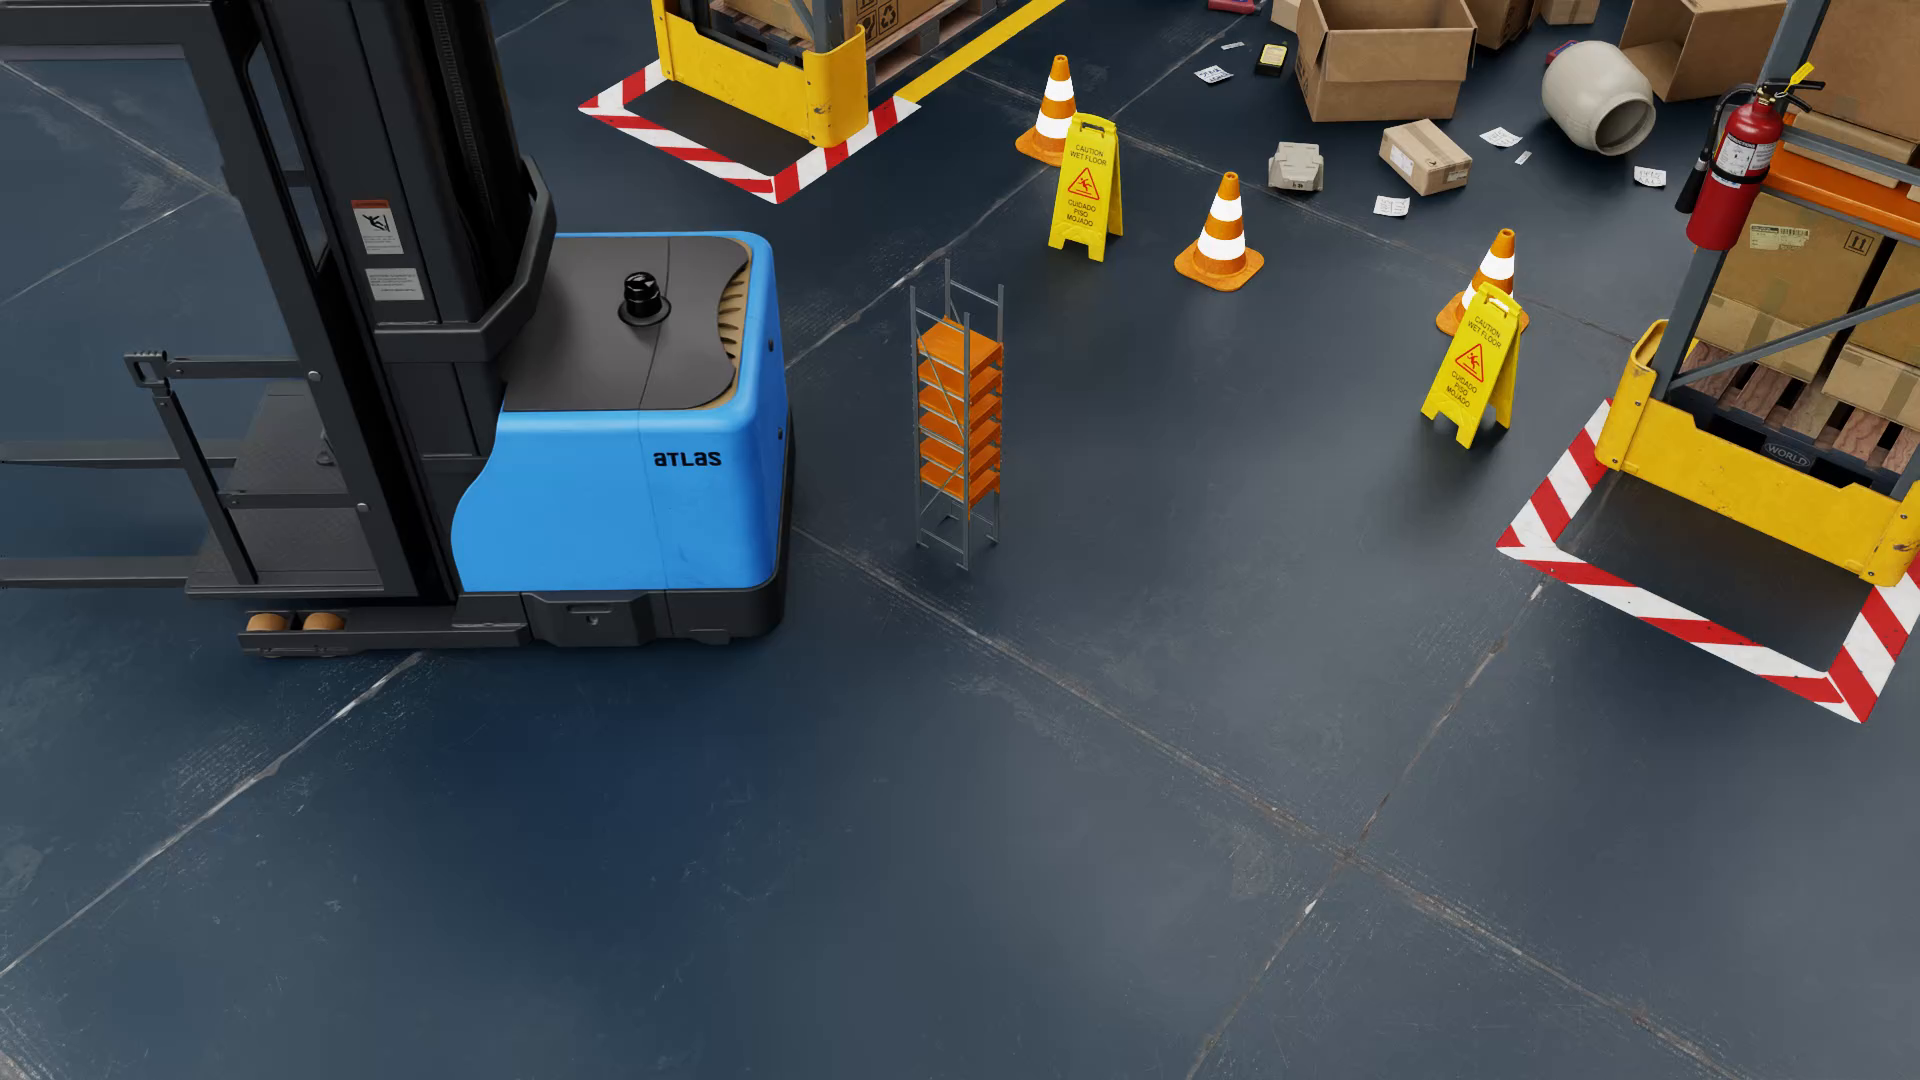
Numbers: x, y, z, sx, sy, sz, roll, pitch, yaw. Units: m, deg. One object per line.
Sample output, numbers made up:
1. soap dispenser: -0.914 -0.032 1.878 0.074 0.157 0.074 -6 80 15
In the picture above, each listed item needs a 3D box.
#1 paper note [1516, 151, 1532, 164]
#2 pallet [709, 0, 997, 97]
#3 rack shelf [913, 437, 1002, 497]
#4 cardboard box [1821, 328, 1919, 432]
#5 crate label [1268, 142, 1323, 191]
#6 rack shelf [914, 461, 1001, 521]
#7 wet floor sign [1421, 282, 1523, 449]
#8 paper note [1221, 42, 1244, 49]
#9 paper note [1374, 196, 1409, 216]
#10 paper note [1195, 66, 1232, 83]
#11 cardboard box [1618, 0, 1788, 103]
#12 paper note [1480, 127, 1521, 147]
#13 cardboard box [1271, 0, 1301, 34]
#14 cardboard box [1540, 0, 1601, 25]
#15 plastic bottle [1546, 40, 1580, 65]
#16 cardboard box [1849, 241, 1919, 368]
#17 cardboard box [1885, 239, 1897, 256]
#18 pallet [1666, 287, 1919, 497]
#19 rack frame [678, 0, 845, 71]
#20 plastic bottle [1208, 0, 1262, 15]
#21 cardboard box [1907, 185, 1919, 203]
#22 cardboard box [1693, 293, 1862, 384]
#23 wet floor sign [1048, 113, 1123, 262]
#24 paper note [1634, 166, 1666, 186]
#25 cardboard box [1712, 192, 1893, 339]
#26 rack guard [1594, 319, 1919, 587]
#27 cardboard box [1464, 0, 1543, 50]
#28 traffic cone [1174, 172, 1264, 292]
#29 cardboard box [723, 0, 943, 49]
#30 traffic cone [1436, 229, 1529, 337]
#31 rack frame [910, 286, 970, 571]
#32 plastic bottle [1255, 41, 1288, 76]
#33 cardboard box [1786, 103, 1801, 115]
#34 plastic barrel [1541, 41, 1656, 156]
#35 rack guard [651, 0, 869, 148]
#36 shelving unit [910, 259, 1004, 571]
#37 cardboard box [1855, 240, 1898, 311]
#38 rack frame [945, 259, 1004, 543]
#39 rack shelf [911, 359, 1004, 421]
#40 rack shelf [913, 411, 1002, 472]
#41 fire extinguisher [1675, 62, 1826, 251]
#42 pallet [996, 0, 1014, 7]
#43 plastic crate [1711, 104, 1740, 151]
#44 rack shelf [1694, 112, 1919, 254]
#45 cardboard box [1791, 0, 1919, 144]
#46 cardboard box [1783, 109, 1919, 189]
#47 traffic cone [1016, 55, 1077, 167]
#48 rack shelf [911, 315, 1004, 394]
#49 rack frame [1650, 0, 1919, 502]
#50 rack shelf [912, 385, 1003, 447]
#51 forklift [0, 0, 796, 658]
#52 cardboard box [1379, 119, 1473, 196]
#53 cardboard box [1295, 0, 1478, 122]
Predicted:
1. paper note: 2.711 -1.840 8.001 0.032 0.001 0.123 29 53 25
2. pallet: -0.550 -2.816 8.795 1.003 0.211 1.213 29 53 25
3. rack shelf: -0.009 -0.293 5.927 0.258 0.103 0.180 29 53 25
4. cardboard box: 3.714 -0.692 6.447 0.500 0.250 0.500 29 53 25
5. crate label: 1.589 -1.758 7.835 0.250 0.136 0.298 6 47 5
6. rack shelf: -0.009 -0.210 6.014 0.258 0.103 0.180 29 53 25
7. wet floor sign: 2.039 -0.708 6.480 0.232 0.644 0.267 -25 51 -22
8. paper note: 1.430 -2.592 8.719 0.123 0.001 0.032 -17 49 -15
9. paper note: 2.004 -1.552 7.712 0.148 0.019 0.142 13 48 12
10. paper note: 1.299 -2.384 8.508 0.142 0.017 0.144 -25 51 -22
11. cardboard box: 3.715 -2.572 8.359 0.500 0.500 0.500 -9 47 -8
12. paper note: 2.642 -1.968 8.117 0.142 0.019 0.148 -25 51 -22
13. cardboard box: 1.875 -2.834 8.774 0.258 0.266 0.396 -33 55 -28
14. cardboard box: 3.251 -2.984 8.917 0.258 0.266 0.396 -2 46 -2
15. plastic bottle: 3.174 -2.522 8.616 0.283 0.061 0.133 -33 55 -28
16. cardboard box: 3.728 -0.965 6.189 0.500 0.500 0.500 28 52 24
17. cardboard box: 3.601 -1.485 6.687 0.500 0.500 0.500 31 54 26
18. pallet: 3.573 -0.687 6.760 1.003 0.211 1.213 29 53 25
19. rack frame: -0.977 -3.288 7.316 1.000 3.000 0.127 29 53 25
20. plastic bottle: 1.494 -2.902 8.980 0.283 0.061 0.133 13 48 12
21. cardboard box: 3.373 -1.173 5.470 0.380 0.149 0.250 29 53 25
22. cardboard box: 3.298 -0.948 6.692 0.500 0.250 0.500 29 53 25
23. wet floor sign: 0.572 -1.582 7.315 0.267 0.644 0.232 21 50 19
24. paper note: 3.272 -1.726 7.878 0.142 0.019 0.148 13 48 12
25. cardboard box: 3.285 -1.185 6.400 0.500 0.500 0.500 30 53 25
26. rack guard: 3.048 -0.337 6.226 1.175 0.500 0.348 29 53 25
27. cardboard box: 2.637 -3.005 8.678 0.797 0.637 0.503 29 53 25
28. traffic cone: 1.157 -1.393 7.261 0.336 0.463 0.334 29 53 25
29. cardboard box: -0.615 -3.116 8.331 0.875 0.875 0.875 29 53 25
30. traffic cone: 2.244 -1.097 6.978 0.336 0.463 0.334 29 53 25
31. rack frame: -0.065 -0.354 5.758 0.240 1.200 0.006 29 53 25
32. plastic bottle: 1.617 -2.499 8.595 0.133 0.061 0.283 13 48 12
33. cardboard box: 3.128 -1.573 5.852 0.380 0.149 0.250 29 53 25
34. plastic barrel: 3.066 -2.118 7.981 0.421 0.421 0.512 -9 47 -8
35. rack guard: -0.992 -2.410 8.207 1.175 0.500 0.348 29 53 25
36. shelving unit: -0.009 -0.406 5.808 0.258 1.200 0.189 29 53 25
37. cardboard box: 3.606 -1.227 6.959 0.500 0.250 0.500 29 53 25
38. rack frame: 0.047 -0.459 5.858 0.240 1.200 0.006 29 53 25
39. rack shelf: -0.009 -0.541 5.667 0.258 0.103 0.180 29 53 25
40. rack shelf: -0.009 -0.375 5.840 0.258 0.103 0.180 29 53 25
41. fire extinguisher: 2.567 -1.269 5.441 0.296 0.674 0.183 29 53 25
42. pallet: 0.196 -3.512 9.459 1.003 0.211 1.213 29 53 25
43. plastic crate: 3.838 -1.902 8.011 0.402 0.080 0.583 13 48 12
44. rack shelf: 4.224 -2.053 6.634 1.077 0.370 4.000 29 53 25
45. cardboard box: 3.115 -1.727 5.550 0.500 0.500 0.500 28 53 24
46. cardboard box: 3.061 -1.379 5.666 0.380 0.149 0.250 31 54 26
47. traffic cone: 0.471 -2.087 7.924 0.336 0.463 0.334 29 53 25
48. rack shelf: -0.009 -0.624 5.580 0.258 0.103 0.180 29 53 25
49. rack frame: 3.002 -1.157 5.281 1.000 3.000 0.127 29 53 25
50. rack shelf: -0.009 -0.458 5.754 0.258 0.103 0.180 29 53 25
51. forklift: -2.147 -0.986 5.165 3.031 2.935 1.130 -1 46 -1
52. cardboard box: 2.204 -1.815 7.881 0.250 0.149 0.380 -17 49 -15
53. cardboard box: 2.072 -2.419 8.213 0.797 0.503 0.637 -2 46 -2
